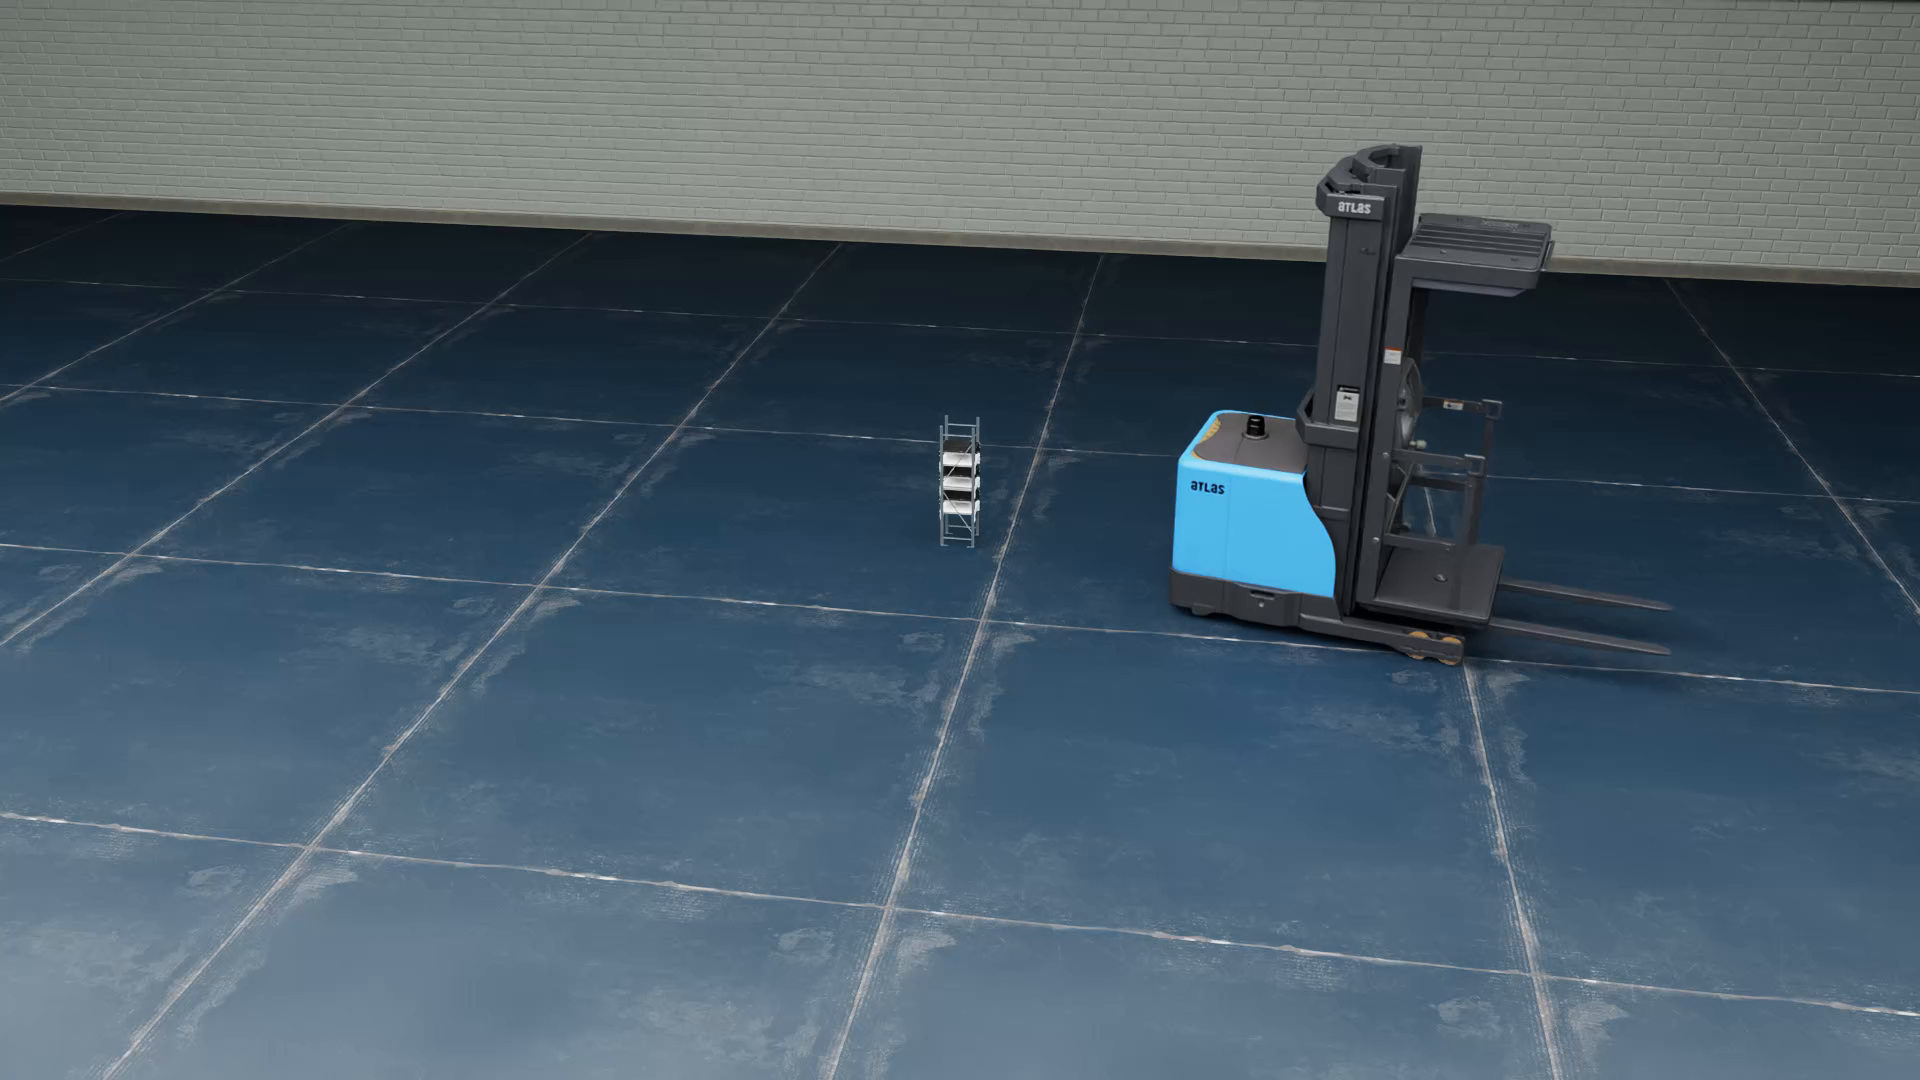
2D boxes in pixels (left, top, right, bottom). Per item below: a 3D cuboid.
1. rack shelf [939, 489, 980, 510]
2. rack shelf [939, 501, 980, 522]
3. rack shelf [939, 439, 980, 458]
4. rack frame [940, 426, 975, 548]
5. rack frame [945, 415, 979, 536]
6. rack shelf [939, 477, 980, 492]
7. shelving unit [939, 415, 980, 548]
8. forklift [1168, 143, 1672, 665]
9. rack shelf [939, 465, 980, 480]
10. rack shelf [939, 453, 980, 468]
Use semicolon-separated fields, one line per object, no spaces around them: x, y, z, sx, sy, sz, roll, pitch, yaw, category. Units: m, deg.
-0.001;-0.292;11.648;0.258;0.077;0.200;4;25;9;rack shelf
-0.001;-0.211;11.687;0.258;0.077;0.200;4;25;9;rack shelf
-0.001;-0.619;11.496;0.258;0.077;0.200;4;25;9;rack shelf
-0.018;-0.362;11.505;0.240;0.900;0.006;4;25;9;rack frame
0.015;-0.447;11.687;0.240;0.900;0.006;4;25;9;rack frame
-0.001;-0.374;11.610;0.258;0.077;0.200;4;25;9;rack shelf
-0.001;-0.404;11.596;0.258;0.900;0.210;4;25;9;shelving unit
2.920;-0.821;10.090;3.031;2.935;1.130;10;27;20;forklift
-0.001;-0.455;11.572;0.258;0.077;0.200;4;25;9;rack shelf
-0.001;-0.537;11.534;0.258;0.077;0.200;4;25;9;rack shelf
